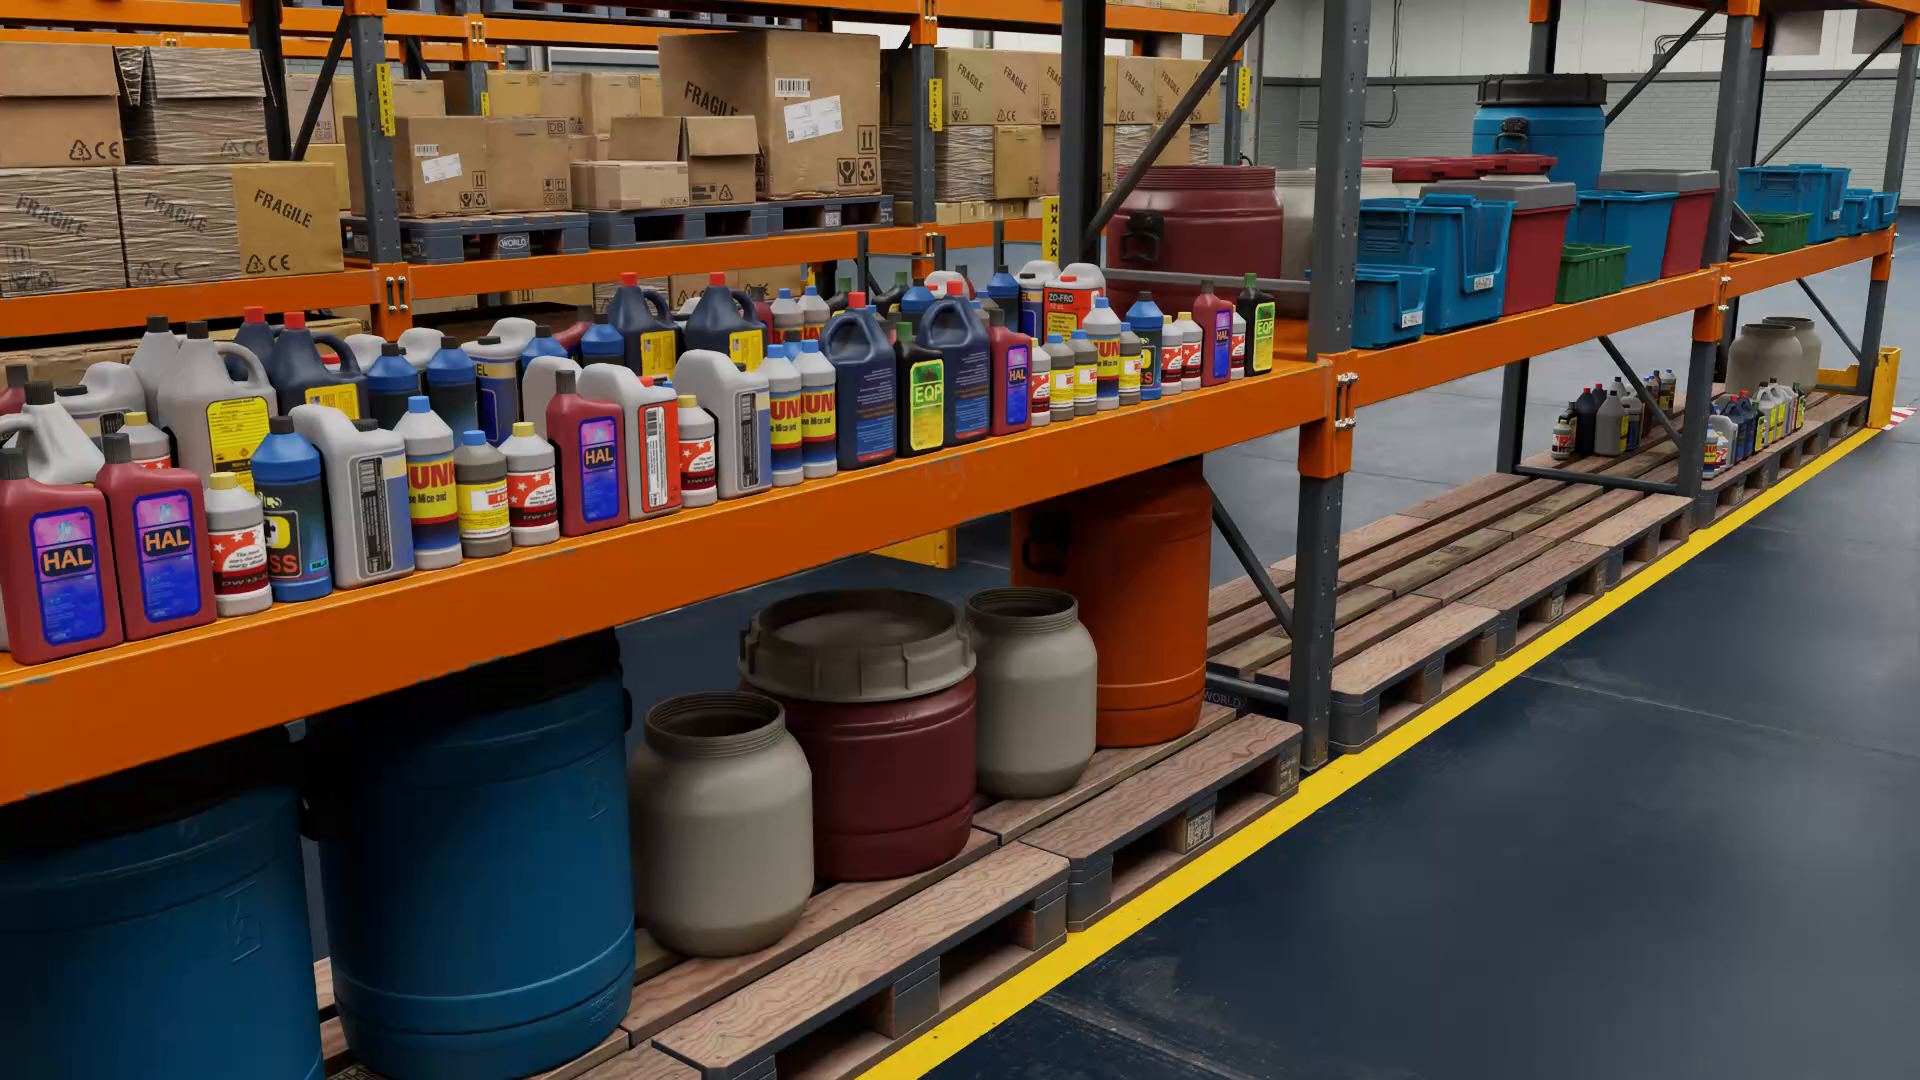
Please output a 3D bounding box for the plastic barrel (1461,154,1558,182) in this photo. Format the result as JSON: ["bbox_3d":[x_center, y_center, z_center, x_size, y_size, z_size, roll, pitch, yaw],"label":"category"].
[{"bbox_3d":[2.489,-1.487,7.609,0.433,0.535,0.433,0,14,0],"label":"plastic barrel"}]

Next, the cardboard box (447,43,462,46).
[{"bbox_3d":[-5.923,-5.804,19.298,0.380,0.149,0.250,11,18,38],"label":"cardboard box"}]

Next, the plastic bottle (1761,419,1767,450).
[{"bbox_3d":[4.405,-0.605,9.201,0.097,0.201,0.097,0,14,0],"label":"plastic bottle"}]

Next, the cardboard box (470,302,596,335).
[{"bbox_3d":[-2.383,-1.172,9.306,0.500,0.250,0.500,-14,20,-43],"label":"cardboard box"}]

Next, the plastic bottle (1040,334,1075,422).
[{"bbox_3d":[0.225,-0.390,3.968,0.097,0.201,0.097,0,14,0],"label":"plastic bottle"}]

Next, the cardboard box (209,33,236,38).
[{"bbox_3d":[-7.703,-5.266,17.176,0.380,0.149,0.250,11,18,38],"label":"cardboard box"}]

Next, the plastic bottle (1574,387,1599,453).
[{"bbox_3d":[3.441,-0.668,9.147,0.144,0.351,0.185,11,18,36],"label":"plastic bottle"}]

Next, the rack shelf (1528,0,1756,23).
[{"bbox_3d":[2.004,-2.293,6.425,1.077,0.370,4.000,11,18,38],"label":"rack shelf"}]

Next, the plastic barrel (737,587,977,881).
[{"bbox_3d":[-0.257,0.473,4.213,0.600,0.588,0.708,11,18,38],"label":"plastic barrel"}]

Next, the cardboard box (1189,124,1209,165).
[{"bbox_3d":[1.555,-3.195,13.799,0.875,0.500,0.500,11,18,38],"label":"cardboard box"}]

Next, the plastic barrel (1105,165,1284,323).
[{"bbox_3d":[0.803,-1.006,5.716,0.600,0.536,0.708,11,18,38],"label":"plastic barrel"}]

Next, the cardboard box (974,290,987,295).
[{"bbox_3d":[0.374,-1.641,12.716,0.500,0.500,0.500,9,17,33],"label":"cardboard box"}]

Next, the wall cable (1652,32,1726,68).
[{"bbox_3d":[18.322,-14.599,40.407,2.305,6.003,0.169,11,18,38],"label":"wall cable"}]

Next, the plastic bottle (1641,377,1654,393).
[{"bbox_3d":[4.114,-0.844,10.000,0.097,0.271,0.097,0,14,0],"label":"plastic bottle"}]

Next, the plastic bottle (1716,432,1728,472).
[{"bbox_3d":[3.930,-0.460,8.630,0.097,0.201,0.097,0,14,0],"label":"plastic bottle"}]

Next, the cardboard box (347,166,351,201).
[{"bbox_3d":[-4.824,-2.934,13.379,0.500,0.500,0.500,11,18,37],"label":"cardboard box"}]

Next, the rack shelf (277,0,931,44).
[{"bbox_3d":[-1.849,-3.059,9.442,1.077,0.370,4.000,11,18,38],"label":"rack shelf"}]

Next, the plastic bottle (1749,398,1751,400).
[{"bbox_3d":[4.586,-0.719,9.652,0.097,0.201,0.097,0,14,0],"label":"plastic bottle"}]

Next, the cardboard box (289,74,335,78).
[{"bbox_3d":[-7.180,-4.785,18.029,0.700,0.500,0.500,11,18,36],"label":"cardboard box"}]

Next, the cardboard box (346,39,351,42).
[{"bbox_3d":[-6.723,-5.556,18.320,0.380,0.149,0.250,11,18,37],"label":"cardboard box"}]

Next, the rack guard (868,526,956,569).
[{"bbox_3d":[-0.265,-0.040,7.774,0.587,0.250,0.087,11,18,38],"label":"rack guard"}]

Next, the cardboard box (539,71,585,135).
[{"bbox_3d":[-3.872,-3.909,14.920,0.875,0.550,0.550,11,18,38],"label":"cardboard box"}]

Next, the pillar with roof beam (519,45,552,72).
[{"bbox_3d":[-3.668,-8.801,24.490,9.100,9.000,0.400,11,18,38],"label":"pillar with roof beam"}]

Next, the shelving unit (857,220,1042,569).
[{"bbox_3d":[0.048,-0.742,7.996,0.587,1.500,1.083,11,18,38],"label":"shelving unit"}]

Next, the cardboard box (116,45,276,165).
[{"bbox_3d":[-3.578,-1.968,7.538,0.797,0.503,0.637,12,19,39],"label":"cardboard box"}]

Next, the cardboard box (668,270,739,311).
[{"bbox_3d":[-2.798,-2.755,16.338,0.875,0.875,0.875,11,18,37],"label":"cardboard box"}]

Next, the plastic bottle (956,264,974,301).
[{"bbox_3d":[-0.019,-0.659,4.863,0.061,0.283,0.133,11,18,38],"label":"plastic bottle"}]

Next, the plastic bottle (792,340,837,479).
[{"bbox_3d":[-0.297,-0.264,3.332,0.097,0.271,0.097,0,14,0],"label":"plastic bottle"}]

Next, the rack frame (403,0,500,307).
[{"bbox_3d":[-4.386,-3.124,14.328,1.000,3.000,0.127,11,18,38],"label":"rack frame"}]

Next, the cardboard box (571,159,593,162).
[{"bbox_3d":[-2.268,-2.071,9.602,0.396,0.266,0.258,11,18,36],"label":"cardboard box"}]

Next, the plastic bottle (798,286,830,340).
[{"bbox_3d":[-0.391,-0.533,4.391,0.097,0.271,0.097,0,14,0],"label":"plastic bottle"}]

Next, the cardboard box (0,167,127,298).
[{"bbox_3d":[-3.865,-1.292,6.914,0.500,0.500,0.500,11,18,36],"label":"cardboard box"}]

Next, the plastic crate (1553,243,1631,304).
[{"bbox_3d":[2.386,-1.091,6.755,0.450,0.188,0.662,11,18,38],"label":"plastic crate"}]

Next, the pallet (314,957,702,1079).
[{"bbox_3d":[-1.250,1.172,3.082,1.003,0.211,1.213,11,18,38],"label":"pallet"}]

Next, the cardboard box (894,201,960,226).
[{"bbox_3d":[-0.223,-2.210,11.240,0.380,0.149,0.250,11,18,38],"label":"cardboard box"}]

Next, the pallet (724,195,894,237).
[{"bbox_3d":[-1.185,-2.120,10.767,1.003,0.211,1.213,11,18,38],"label":"pallet"}]

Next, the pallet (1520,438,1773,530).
[{"bbox_3d":[3.715,-0.341,9.038,1.003,0.211,1.213,11,18,38],"label":"pallet"}]

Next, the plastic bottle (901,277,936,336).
[{"bbox_3d":[-0.114,-0.593,4.628,0.097,0.271,0.097,0,14,0],"label":"plastic bottle"}]

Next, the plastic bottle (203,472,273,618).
[{"bbox_3d":[-1.063,0.003,2.422,0.097,0.201,0.097,0,14,0],"label":"plastic bottle"}]

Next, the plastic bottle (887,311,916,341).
[{"bbox_3d":[-0.123,-0.373,3.735,0.061,0.283,0.133,11,18,38],"label":"plastic bottle"}]

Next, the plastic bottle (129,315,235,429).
[{"bbox_3d":[-1.444,-0.241,3.081,0.144,0.351,0.185,11,18,38],"label":"plastic bottle"}]

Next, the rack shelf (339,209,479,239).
[{"bbox_3d":[-5.643,-2.392,12.909,1.077,0.370,4.000,11,18,38],"label":"rack shelf"}]

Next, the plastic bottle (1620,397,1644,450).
[{"bbox_3d":[3.693,-0.650,9.229,0.152,0.276,0.135,11,18,38],"label":"plastic bottle"}]

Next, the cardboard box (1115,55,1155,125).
[{"bbox_3d":[1.143,-3.445,12.753,0.500,0.500,0.500,11,18,38],"label":"cardboard box"}]

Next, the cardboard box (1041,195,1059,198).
[{"bbox_3d":[0.544,-2.453,12.198,0.380,0.149,0.250,11,18,38],"label":"cardboard box"}]

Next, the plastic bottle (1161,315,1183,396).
[{"bbox_3d":[0.531,-0.483,4.335,0.097,0.201,0.097,0,14,0],"label":"plastic bottle"}]

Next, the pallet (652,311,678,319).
[{"bbox_3d":[-3.081,-2.141,16.121,1.003,0.211,1.213,11,18,38],"label":"pallet"}]

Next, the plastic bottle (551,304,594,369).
[{"bbox_3d":[-0.884,-0.396,3.825,0.061,0.283,0.133,11,18,38],"label":"plastic bottle"}]

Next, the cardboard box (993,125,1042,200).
[{"bbox_3d":[0.081,-2.697,11.839,0.875,0.500,0.500,11,18,38],"label":"cardboard box"}]

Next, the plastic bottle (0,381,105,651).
[{"bbox_3d":[-1.269,-0.040,2.287,0.144,0.351,0.185,11,18,38],"label":"plastic bottle"}]

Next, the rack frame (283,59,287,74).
[{"bbox_3d":[-9.649,-5.404,23.304,1.000,3.000,0.127,11,18,38],"label":"rack frame"}]

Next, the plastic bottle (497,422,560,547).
[{"bbox_3d":[-0.734,-0.097,2.817,0.097,0.201,0.097,0,14,0],"label":"plastic bottle"}]

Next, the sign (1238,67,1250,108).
[{"bbox_3d":[2.341,-3.728,13.711,0.100,0.325,0.005,11,18,38],"label":"sign"}]

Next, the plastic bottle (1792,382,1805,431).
[{"bbox_3d":[4.902,-0.789,9.759,0.061,0.283,0.133,12,18,39],"label":"plastic bottle"}]

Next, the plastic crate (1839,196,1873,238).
[{"bbox_3d":[5.280,-1.999,10.202,0.499,0.251,0.408,11,18,38],"label":"plastic crate"}]

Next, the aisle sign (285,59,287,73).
[{"bbox_3d":[-9.379,-6.631,22.854,0.394,0.787,0.004,11,18,38],"label":"aisle sign"}]

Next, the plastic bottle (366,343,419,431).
[{"bbox_3d":[-1.116,-0.253,3.286,0.097,0.271,0.097,0,14,0],"label":"plastic bottle"}]

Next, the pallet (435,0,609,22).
[{"bbox_3d":[-3.864,-4.690,14.580,1.003,0.211,1.213,11,18,38],"label":"pallet"}]
